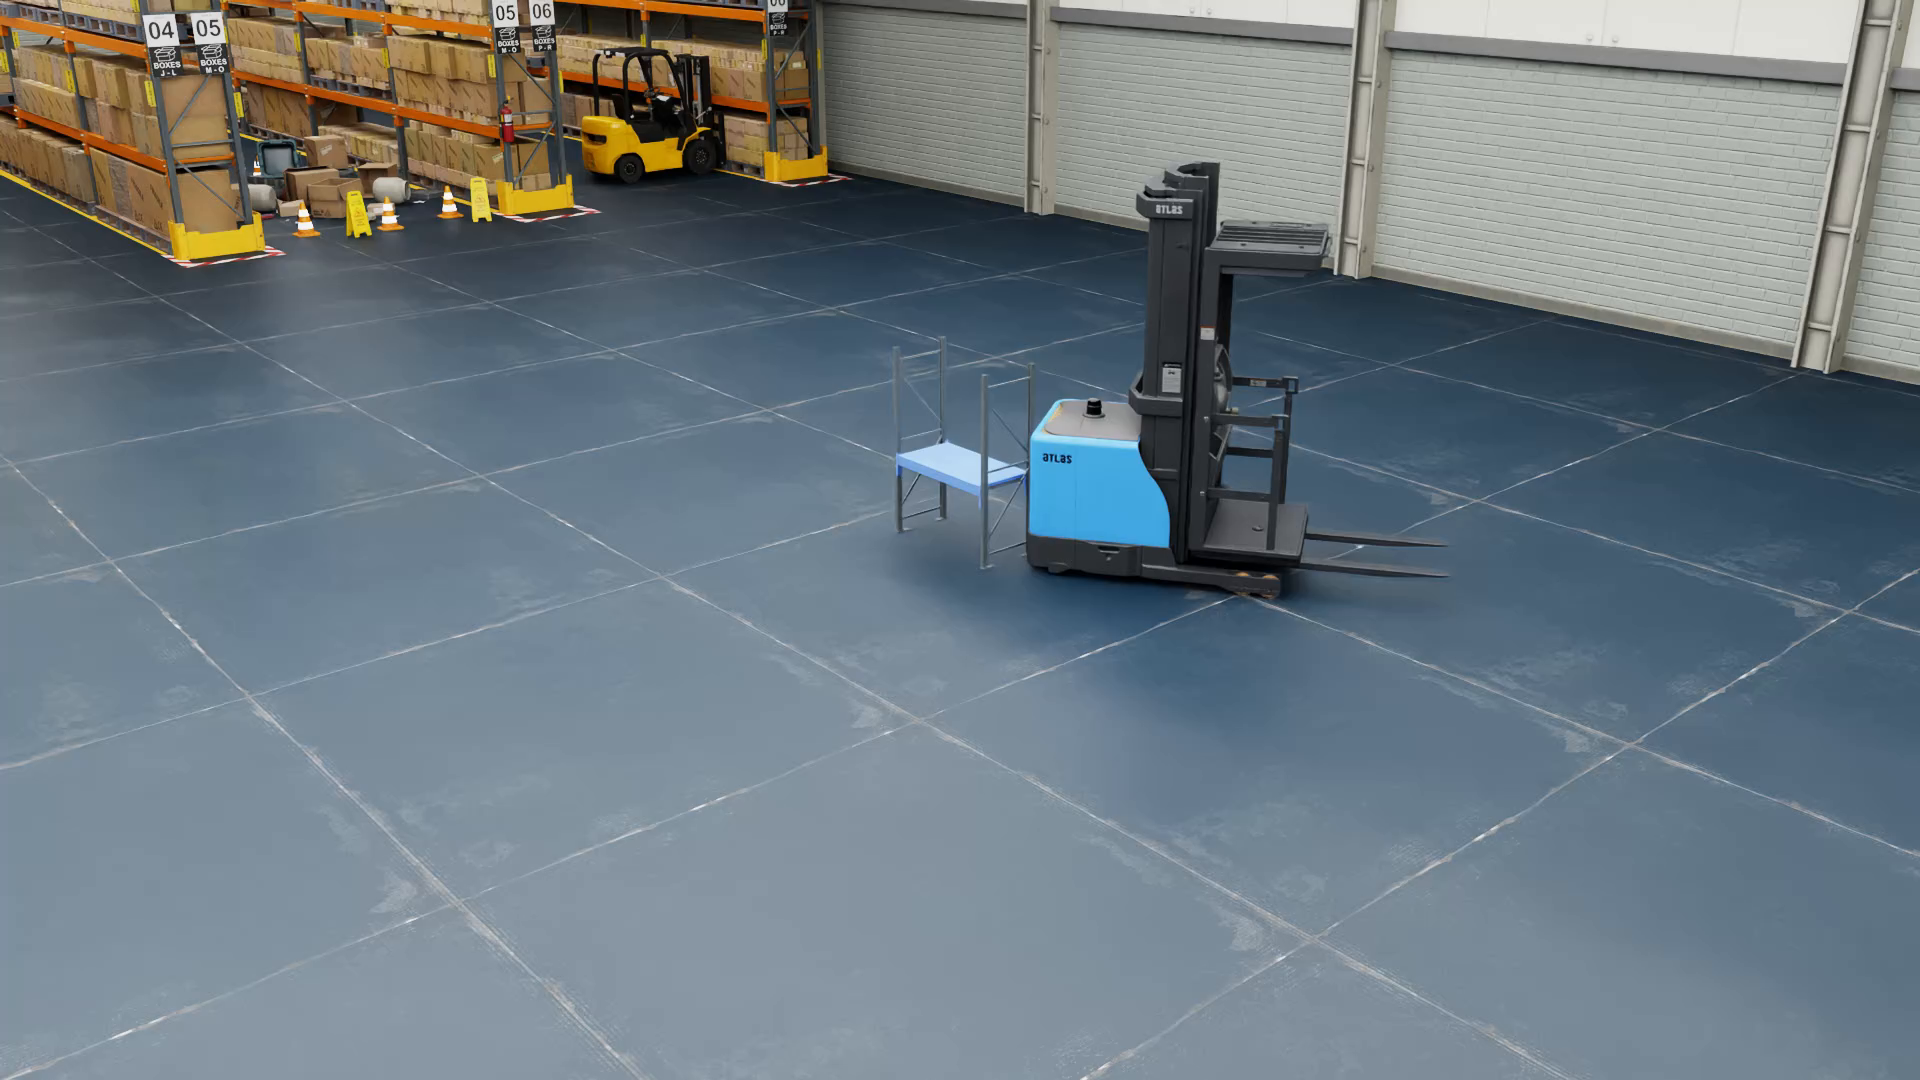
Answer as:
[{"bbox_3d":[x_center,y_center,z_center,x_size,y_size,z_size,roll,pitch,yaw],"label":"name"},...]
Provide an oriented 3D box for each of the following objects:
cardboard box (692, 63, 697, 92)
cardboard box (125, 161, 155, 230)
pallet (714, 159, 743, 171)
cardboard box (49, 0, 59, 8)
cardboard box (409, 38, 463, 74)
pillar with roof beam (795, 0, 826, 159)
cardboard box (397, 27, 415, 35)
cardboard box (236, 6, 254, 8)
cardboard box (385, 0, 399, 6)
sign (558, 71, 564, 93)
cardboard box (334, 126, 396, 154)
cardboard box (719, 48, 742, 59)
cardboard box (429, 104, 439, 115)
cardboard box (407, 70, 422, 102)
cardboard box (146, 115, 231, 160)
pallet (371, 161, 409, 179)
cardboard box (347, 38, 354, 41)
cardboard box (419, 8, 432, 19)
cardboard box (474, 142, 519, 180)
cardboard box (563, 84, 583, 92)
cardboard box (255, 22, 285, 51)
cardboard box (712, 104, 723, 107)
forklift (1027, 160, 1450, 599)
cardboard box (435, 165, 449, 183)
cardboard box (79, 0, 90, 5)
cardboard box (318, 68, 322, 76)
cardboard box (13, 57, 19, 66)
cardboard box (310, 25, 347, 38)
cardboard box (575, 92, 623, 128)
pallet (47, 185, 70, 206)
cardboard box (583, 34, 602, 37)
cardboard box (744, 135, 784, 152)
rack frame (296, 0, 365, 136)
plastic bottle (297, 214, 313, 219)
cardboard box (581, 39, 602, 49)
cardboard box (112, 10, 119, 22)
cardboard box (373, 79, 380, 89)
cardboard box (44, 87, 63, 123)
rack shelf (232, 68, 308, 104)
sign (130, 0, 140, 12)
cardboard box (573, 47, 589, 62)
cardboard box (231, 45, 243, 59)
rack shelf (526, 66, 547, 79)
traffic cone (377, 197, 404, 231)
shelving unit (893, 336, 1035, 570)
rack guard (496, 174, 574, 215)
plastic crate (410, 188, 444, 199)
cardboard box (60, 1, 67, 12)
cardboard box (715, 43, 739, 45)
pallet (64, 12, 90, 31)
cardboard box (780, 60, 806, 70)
[{"bbox_3d":[-4.727,-8.481,30.386,0.500,0.500,0.500,-18,28,-38],"label":"cardboard box"},{"bbox_3d":[-11.403,-5.025,24.038,0.875,0.875,0.875,-18,28,-38],"label":"cardboard box"},{"bbox_3d":[-4.215,-7.033,30.651,1.003,0.211,1.213,-17,27,-37],"label":"pallet"},{"bbox_3d":[-13.527,-8.235,25.277,0.500,0.250,0.500,-17,27,-37],"label":"cardboard box"},{"bbox_3d":[-8.514,-7.902,27.129,0.700,0.500,0.500,-18,28,-39],"label":"cardboard box"},{"bbox_3d":[-5.925,-9.969,26.097,9.100,9.000,0.400,-17,27,-37],"label":"pillar with roof beam"},{"bbox_3d":[-12.915,-11.954,39.189,0.500,0.250,0.500,-17,27,-37],"label":"cardboard box"},{"bbox_3d":[-14.871,-11.017,34.601,0.380,0.149,0.250,-18,28,-38],"label":"cardboard box"},{"bbox_3d":[-9.181,-8.994,27.520,0.500,0.250,0.500,-18,28,-39],"label":"cardboard box"},{"bbox_3d":[-6.239,-7.143,25.921,0.100,0.325,0.005,-17,27,-37],"label":"sign"},{"bbox_3d":[-11.023,-7.432,30.875,0.950,0.372,0.625,-18,28,-38],"label":"cardboard box"},{"bbox_3d":[-4.022,-8.588,29.363,0.380,0.149,0.250,-17,27,-36],"label":"cardboard box"},{"bbox_3d":[-8.470,-7.080,27.291,0.380,0.149,0.250,-17,27,-37],"label":"cardboard box"},{"bbox_3d":[-8.840,-7.580,27.678,0.500,0.500,0.500,-18,27,-38],"label":"cardboard box"},{"bbox_3d":[-10.610,-5.566,22.876,0.875,0.550,0.550,-17,27,-37],"label":"cardboard box"},{"bbox_3d":[-9.770,-6.632,29.627,1.003,0.211,1.213,-17,27,-37],"label":"pallet"},{"bbox_3d":[-11.019,-9.002,30.733,0.500,0.500,0.500,-18,28,-38],"label":"cardboard box"},{"bbox_3d":[-8.468,-8.474,26.738,0.380,0.149,0.250,-18,28,-38],"label":"cardboard box"},{"bbox_3d":[-7.370,-6.034,26.444,0.500,0.500,0.500,-17,27,-37],"label":"cardboard box"},{"bbox_3d":[-8.218,-9.555,35.230,0.380,0.149,0.250,-16,26,-35],"label":"cardboard box"},{"bbox_3d":[-13.393,-9.834,32.470,0.500,0.500,0.500,-18,28,-38],"label":"cardboard box"},{"bbox_3d":[-4.693,-8.053,31.255,0.500,0.250,0.500,-18,28,-38],"label":"cardboard box"},{"bbox_3d":[2.072,-1.160,11.926,3.031,2.935,1.130,5,22,14],"label":"forklift"},{"bbox_3d":[-8.375,-6.113,27.673,0.500,0.250,0.500,-18,28,-38],"label":"cardboard box"},{"bbox_3d":[-12.178,-7.737,23.596,0.500,0.250,0.500,-18,28,-38],"label":"cardboard box"},{"bbox_3d":[-11.642,-8.679,30.799,0.380,0.149,0.250,-20,29,-41],"label":"cardboard box"},{"bbox_3d":[-16.570,-8.507,29.543,0.380,0.149,0.250,-16,27,-36],"label":"cardboard box"},{"bbox_3d":[-12.009,-9.527,31.688,0.500,0.500,0.500,-19,28,-39],"label":"cardboard box"},{"bbox_3d":[-7.285,-8.739,33.864,0.875,0.625,0.625,-16,27,-36],"label":"cardboard box"},{"bbox_3d":[-14.306,-5.744,27.359,1.003,0.211,1.213,-17,27,-37],"label":"pallet"},{"bbox_3d":[-7.493,-10.265,34.052,0.380,0.149,0.250,-17,27,-36],"label":"cardboard box"},{"bbox_3d":[-3.447,-7.001,29.255,0.500,0.250,0.500,-18,28,-38],"label":"cardboard box"},{"bbox_3d":[-11.872,-8.821,31.392,1.000,3.000,0.127,-17,27,-37],"label":"rack frame"},{"bbox_3d":[-10.121,-4.986,25.630,0.283,0.061,0.133,12,24,27],"label":"plastic bottle"},{"bbox_3d":[-7.279,-9.840,32.967,0.380,0.149,0.250,-17,27,-36],"label":"cardboard box"},{"bbox_3d":[-11.304,-7.148,22.639,0.380,0.149,0.250,-17,27,-37],"label":"cardboard box"},{"bbox_3d":[-9.965,-7.948,28.932,0.380,0.149,0.250,-18,28,-39],"label":"cardboard box"},{"bbox_3d":[-14.148,-6.916,26.391,0.500,0.500,0.500,-17,27,-37],"label":"cardboard box"},{"bbox_3d":[-13.177,-9.038,32.934,1.077,0.370,4.000,-17,27,-37],"label":"rack shelf"},{"bbox_3d":[-10.754,-7.051,21.655,0.100,0.325,0.005,-17,27,-37],"label":"sign"},{"bbox_3d":[-7.356,-9.698,33.152,0.500,0.250,0.500,-18,28,-39],"label":"cardboard box"},{"bbox_3d":[-14.409,-9.900,33.668,0.500,0.250,0.500,-18,28,-39],"label":"cardboard box"},{"bbox_3d":[-9.419,-10.221,35.954,1.077,0.370,4.000,-17,27,-37],"label":"rack shelf"},{"bbox_3d":[-8.527,-4.883,24.816,0.336,0.463,0.334,-17,27,-37],"label":"traffic cone"},{"bbox_3d":[0.021,-0.679,12.660,0.538,1.500,1.048,-17,27,-37],"label":"shelving unit"},{"bbox_3d":[-6.699,-5.468,26.258,1.175,0.500,0.348,-17,27,-37],"label":"rack guard"},{"bbox_3d":[-8.857,-5.727,27.497,0.583,0.080,0.402,12,24,27],"label":"plastic crate"},{"bbox_3d":[-12.965,-7.850,24.431,0.380,0.149,0.250,-18,28,-38],"label":"cardboard box"},{"bbox_3d":[-4.254,-9.008,30.435,0.380,0.149,0.250,-18,28,-38],"label":"cardboard box"},{"bbox_3d":[-12.419,-7.636,24.376,1.003,0.211,1.213,-17,27,-37],"label":"pallet"},{"bbox_3d":[-2.917,-8.297,29.029,0.380,0.149,0.250,-18,28,-39],"label":"cardboard box"}]
